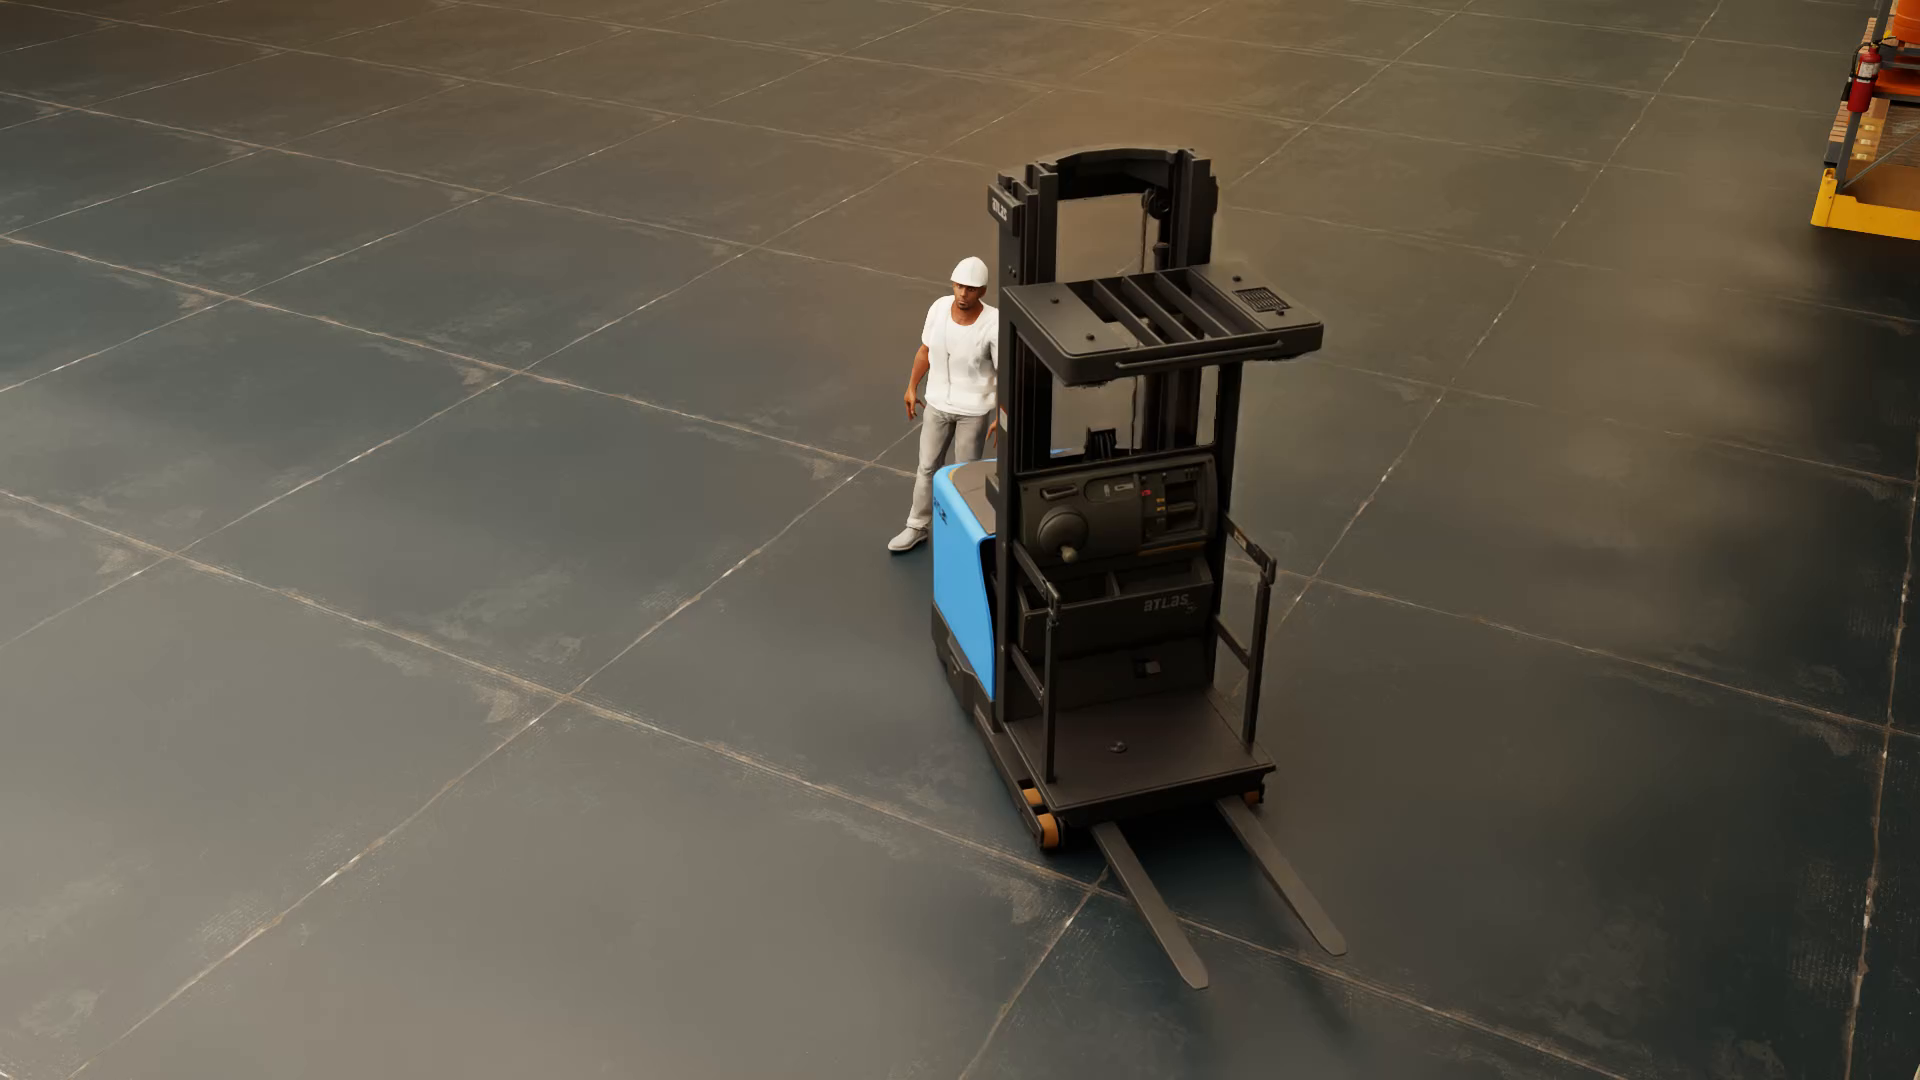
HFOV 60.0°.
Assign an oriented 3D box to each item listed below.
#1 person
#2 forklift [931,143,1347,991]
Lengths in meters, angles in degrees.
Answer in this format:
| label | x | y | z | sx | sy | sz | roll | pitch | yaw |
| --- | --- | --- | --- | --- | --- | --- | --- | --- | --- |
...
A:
| label | x | y | z | sx | sy | sz | roll | pitch | yaw |
| --- | --- | --- | --- | --- | --- | --- | --- | --- | --- |
| person | -0.039 | -0.742 | 9.507 | 0.665 | 1.768 | 0.575 | 15 | 33 | 25 |
| forklift | 0.779 | -0.087 | 7.222 | 1.130 | 2.935 | 3.031 | -9 | 31 | -15 |
